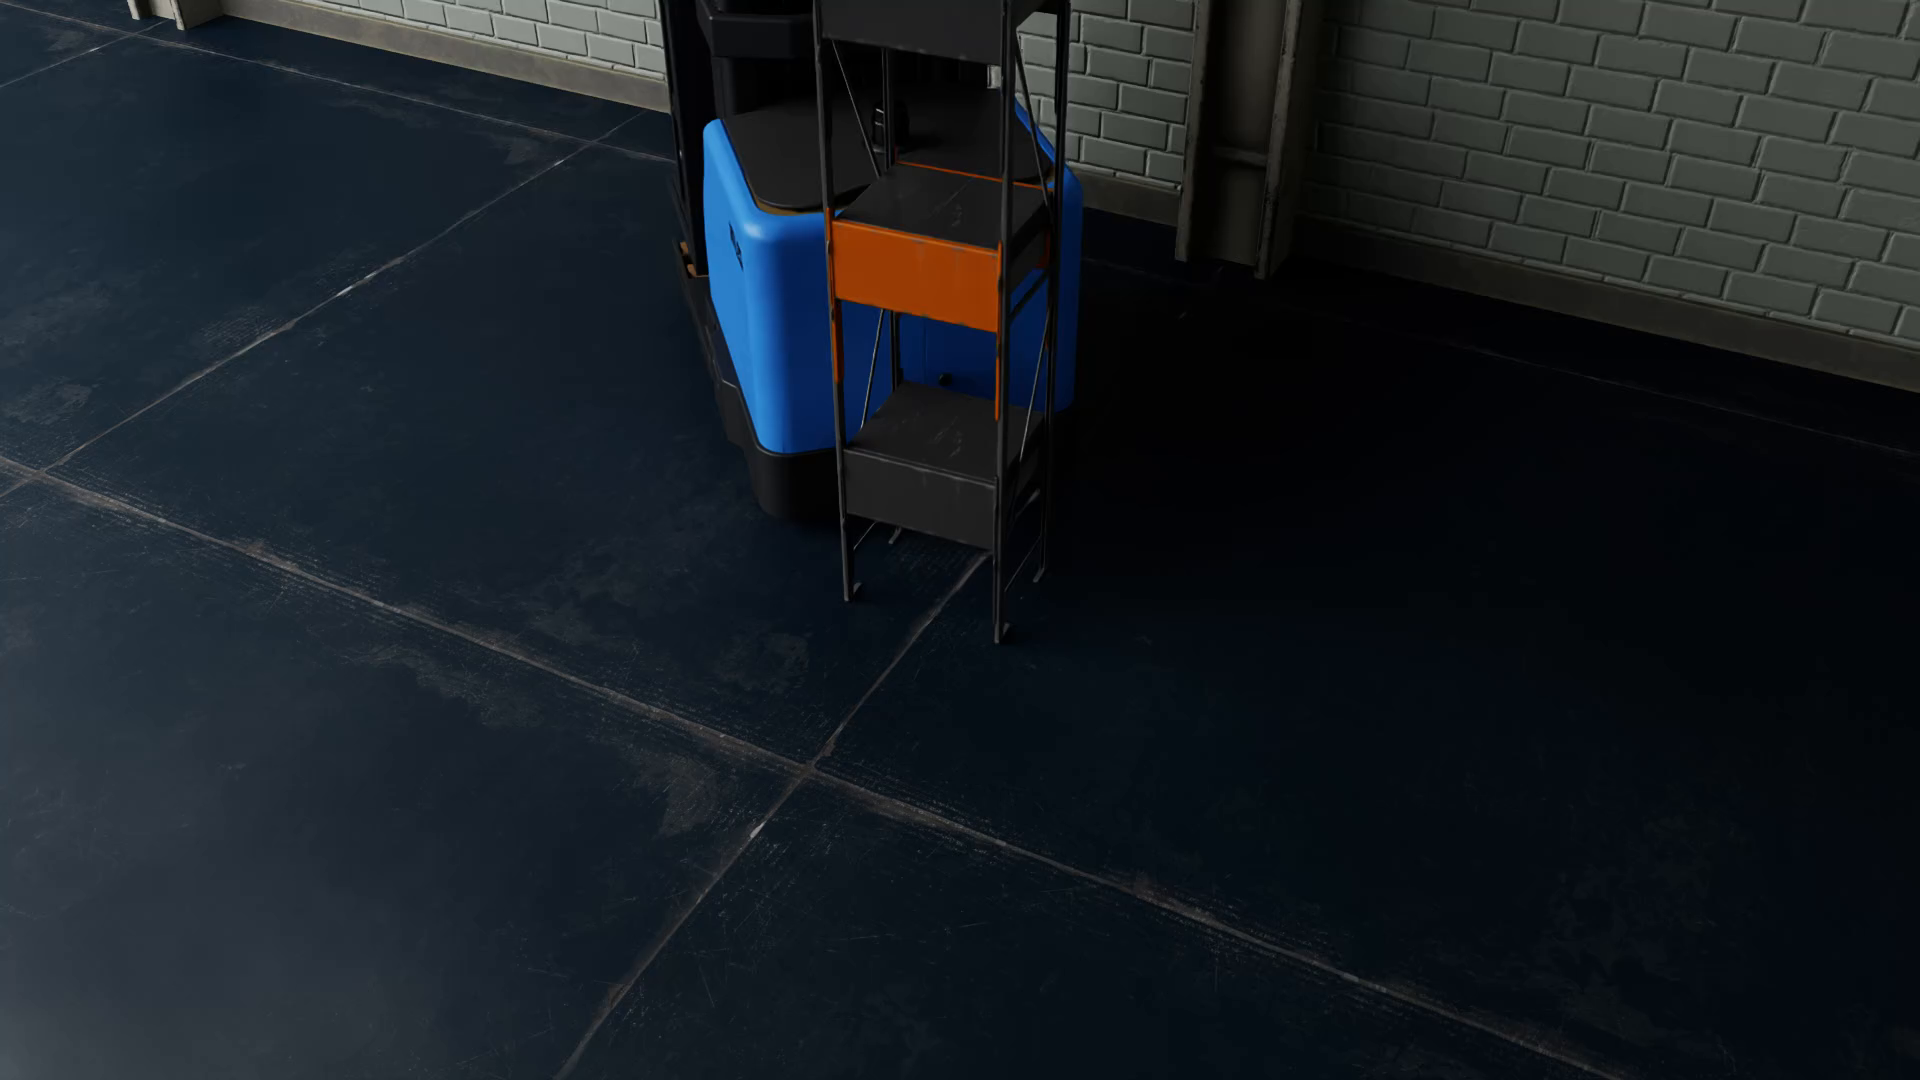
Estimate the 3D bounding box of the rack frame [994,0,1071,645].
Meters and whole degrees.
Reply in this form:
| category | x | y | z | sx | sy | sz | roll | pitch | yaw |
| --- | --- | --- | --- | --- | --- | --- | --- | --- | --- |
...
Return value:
| category | x | y | z | sx | sy | sz | roll | pitch | yaw |
| --- | --- | --- | --- | --- | --- | --- | --- | --- | --- |
| rack frame | 0.186 | -0.643 | 4.361 | 0.015 | 2.100 | 0.400 | 15 | 40 | 18 |

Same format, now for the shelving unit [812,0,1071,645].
| category | x | y | z | sx | sy | sz | roll | pitch | yaw |
| --- | --- | --- | --- | --- | --- | --- | --- | --- | --- |
| shelving unit | -0.038 | -0.702 | 4.438 | 0.503 | 2.100 | 0.431 | 15 | 40 | 18 |

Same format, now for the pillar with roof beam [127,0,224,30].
| category | x | y | z | sx | sy | sz | roll | pitch | yaw |
| --- | --- | --- | --- | --- | --- | --- | --- | --- | --- |
| pillar with roof beam | -6.191 | -4.110 | 3.222 | 0.400 | 9.000 | 9.100 | 17 | 41 | 21 |

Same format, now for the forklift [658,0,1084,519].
| category | x | y | z | sx | sy | sz | roll | pitch | yaw |
| --- | --- | --- | --- | --- | --- | --- | --- | --- | --- |
| forklift | -0.507 | -2.126 | 5.626 | 1.130 | 2.935 | 3.031 | -10 | 38 | -12 |

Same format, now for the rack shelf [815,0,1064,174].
| category | x | y | z | sx | sy | sz | roll | pitch | yaw |
| --- | --- | --- | --- | --- | --- | --- | --- | --- | --- |
| rack shelf | -0.038 | -1.249 | 4.023 | 0.480 | 0.518 | 0.431 | 15 | 40 | 18 |

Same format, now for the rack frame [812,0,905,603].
| category | x | y | z | sx | sy | sz | roll | pitch | yaw |
| --- | --- | --- | --- | --- | --- | --- | --- | --- | --- |
| rack frame | -0.262 | -0.760 | 4.515 | 0.015 | 2.100 | 0.400 | 15 | 40 | 18 |

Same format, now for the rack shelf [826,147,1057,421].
| category | x | y | z | sx | sy | sz | roll | pitch | yaw |
| --- | --- | --- | --- | --- | --- | --- | --- | --- | --- |
| rack shelf | -0.038 | -0.691 | 4.446 | 0.480 | 0.518 | 0.431 | 15 | 40 | 18 |

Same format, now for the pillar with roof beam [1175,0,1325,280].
| category | x | y | z | sx | sy | sz | roll | pitch | yaw |
| --- | --- | --- | --- | --- | --- | --- | --- | --- | --- |
| pillar with roof beam | -0.863 | -2.442 | 1.024 | 0.400 | 9.000 | 9.100 | 17 | 41 | 21 |

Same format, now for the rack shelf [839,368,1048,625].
| category | x | y | z | sx | sy | sz | roll | pitch | yaw |
| --- | --- | --- | --- | --- | --- | --- | --- | --- | --- |
| rack shelf | -0.038 | -0.133 | 4.869 | 0.480 | 0.518 | 0.431 | 15 | 40 | 18 |
